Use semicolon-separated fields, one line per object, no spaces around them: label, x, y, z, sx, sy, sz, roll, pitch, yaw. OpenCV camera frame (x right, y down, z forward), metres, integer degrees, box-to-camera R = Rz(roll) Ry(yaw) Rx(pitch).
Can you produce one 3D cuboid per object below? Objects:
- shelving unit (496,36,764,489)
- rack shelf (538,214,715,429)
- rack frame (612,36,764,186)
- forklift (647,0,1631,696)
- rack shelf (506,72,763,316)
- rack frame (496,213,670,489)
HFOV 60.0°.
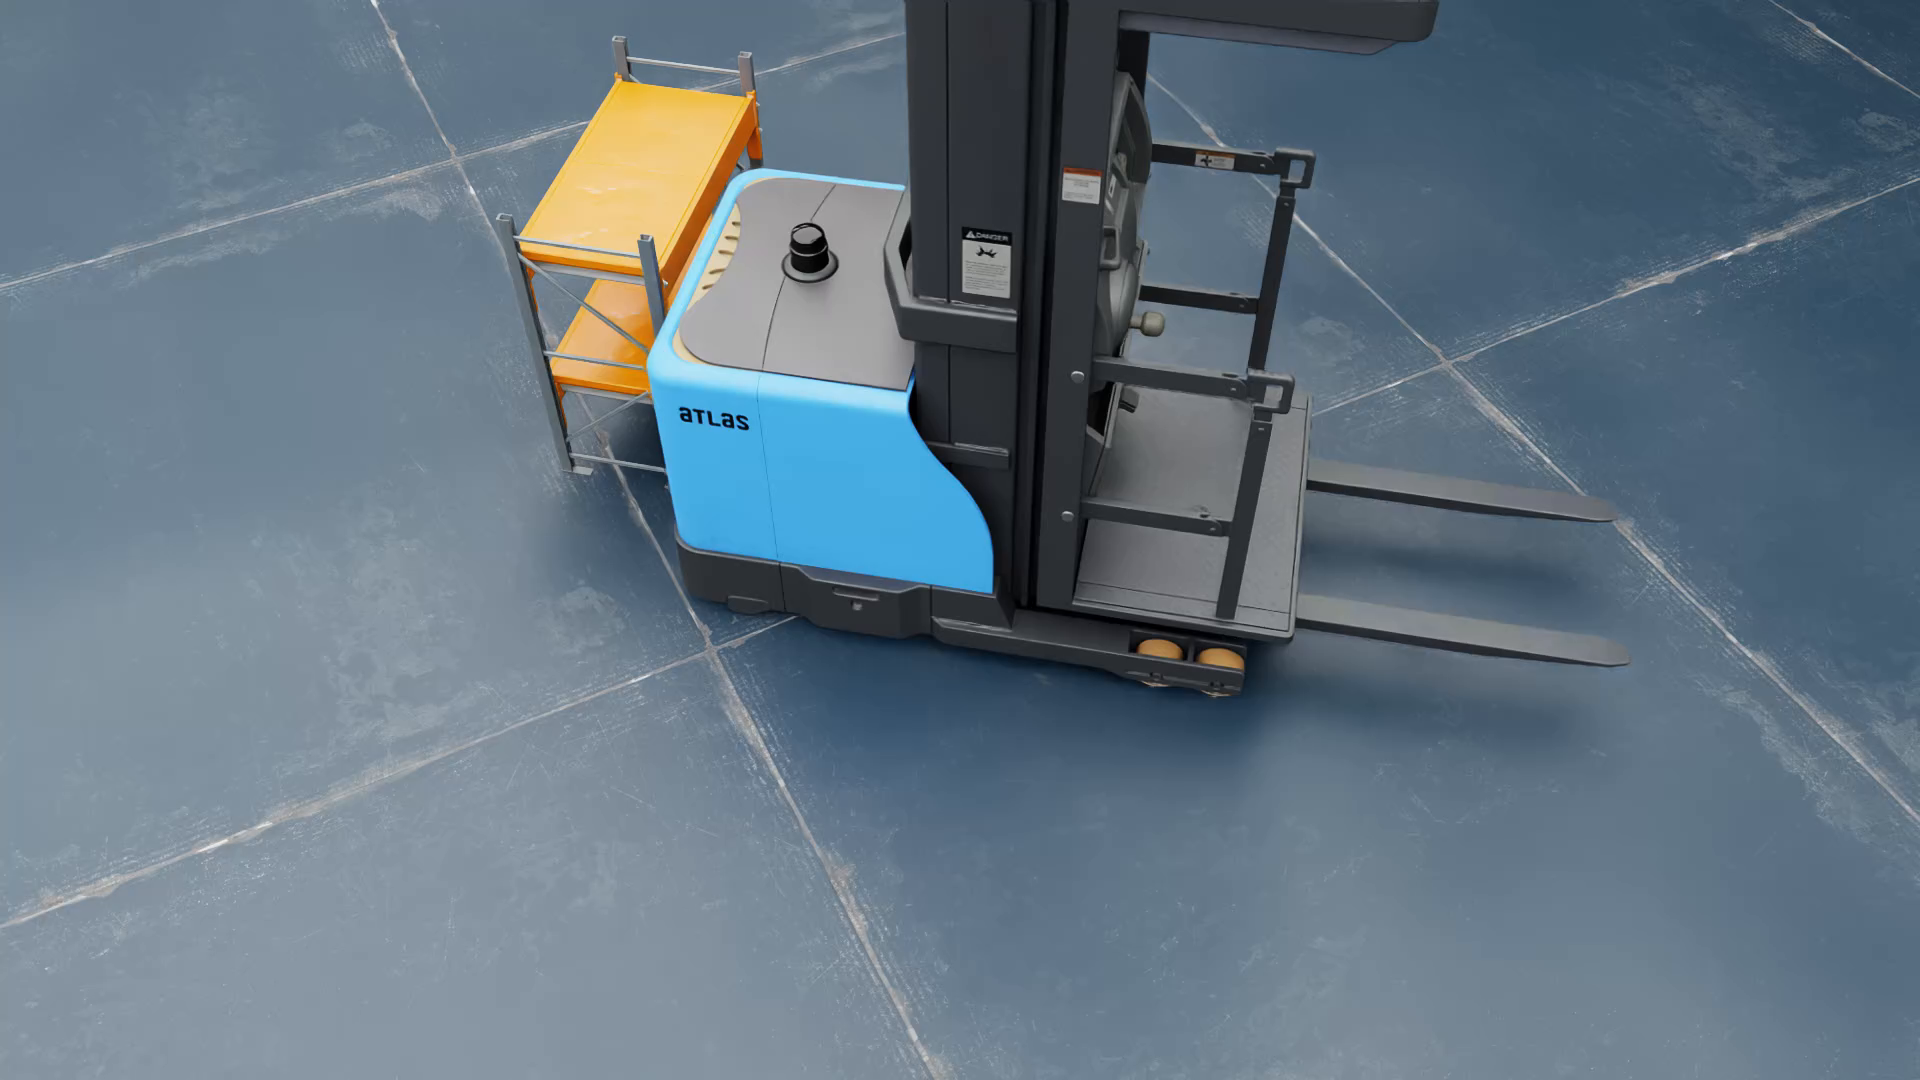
shelving unit;-1.072;-0.961;5.844;0.538;1.125;1.048;9;50;8
rack shelf;-1.072;-0.800;6.028;0.538;0.278;1.000;9;50;8
rack frame;-0.963;-1.335;6.170;0.500;1.125;0.032;9;50;8
forklift;0.644;-0.904;4.593;3.031;2.935;1.130;8;49;7
rack shelf;-1.072;-1.154;5.623;0.538;0.278;1.000;9;50;8
rack frame;-1.182;-0.588;5.517;0.500;1.125;0.032;9;50;8
